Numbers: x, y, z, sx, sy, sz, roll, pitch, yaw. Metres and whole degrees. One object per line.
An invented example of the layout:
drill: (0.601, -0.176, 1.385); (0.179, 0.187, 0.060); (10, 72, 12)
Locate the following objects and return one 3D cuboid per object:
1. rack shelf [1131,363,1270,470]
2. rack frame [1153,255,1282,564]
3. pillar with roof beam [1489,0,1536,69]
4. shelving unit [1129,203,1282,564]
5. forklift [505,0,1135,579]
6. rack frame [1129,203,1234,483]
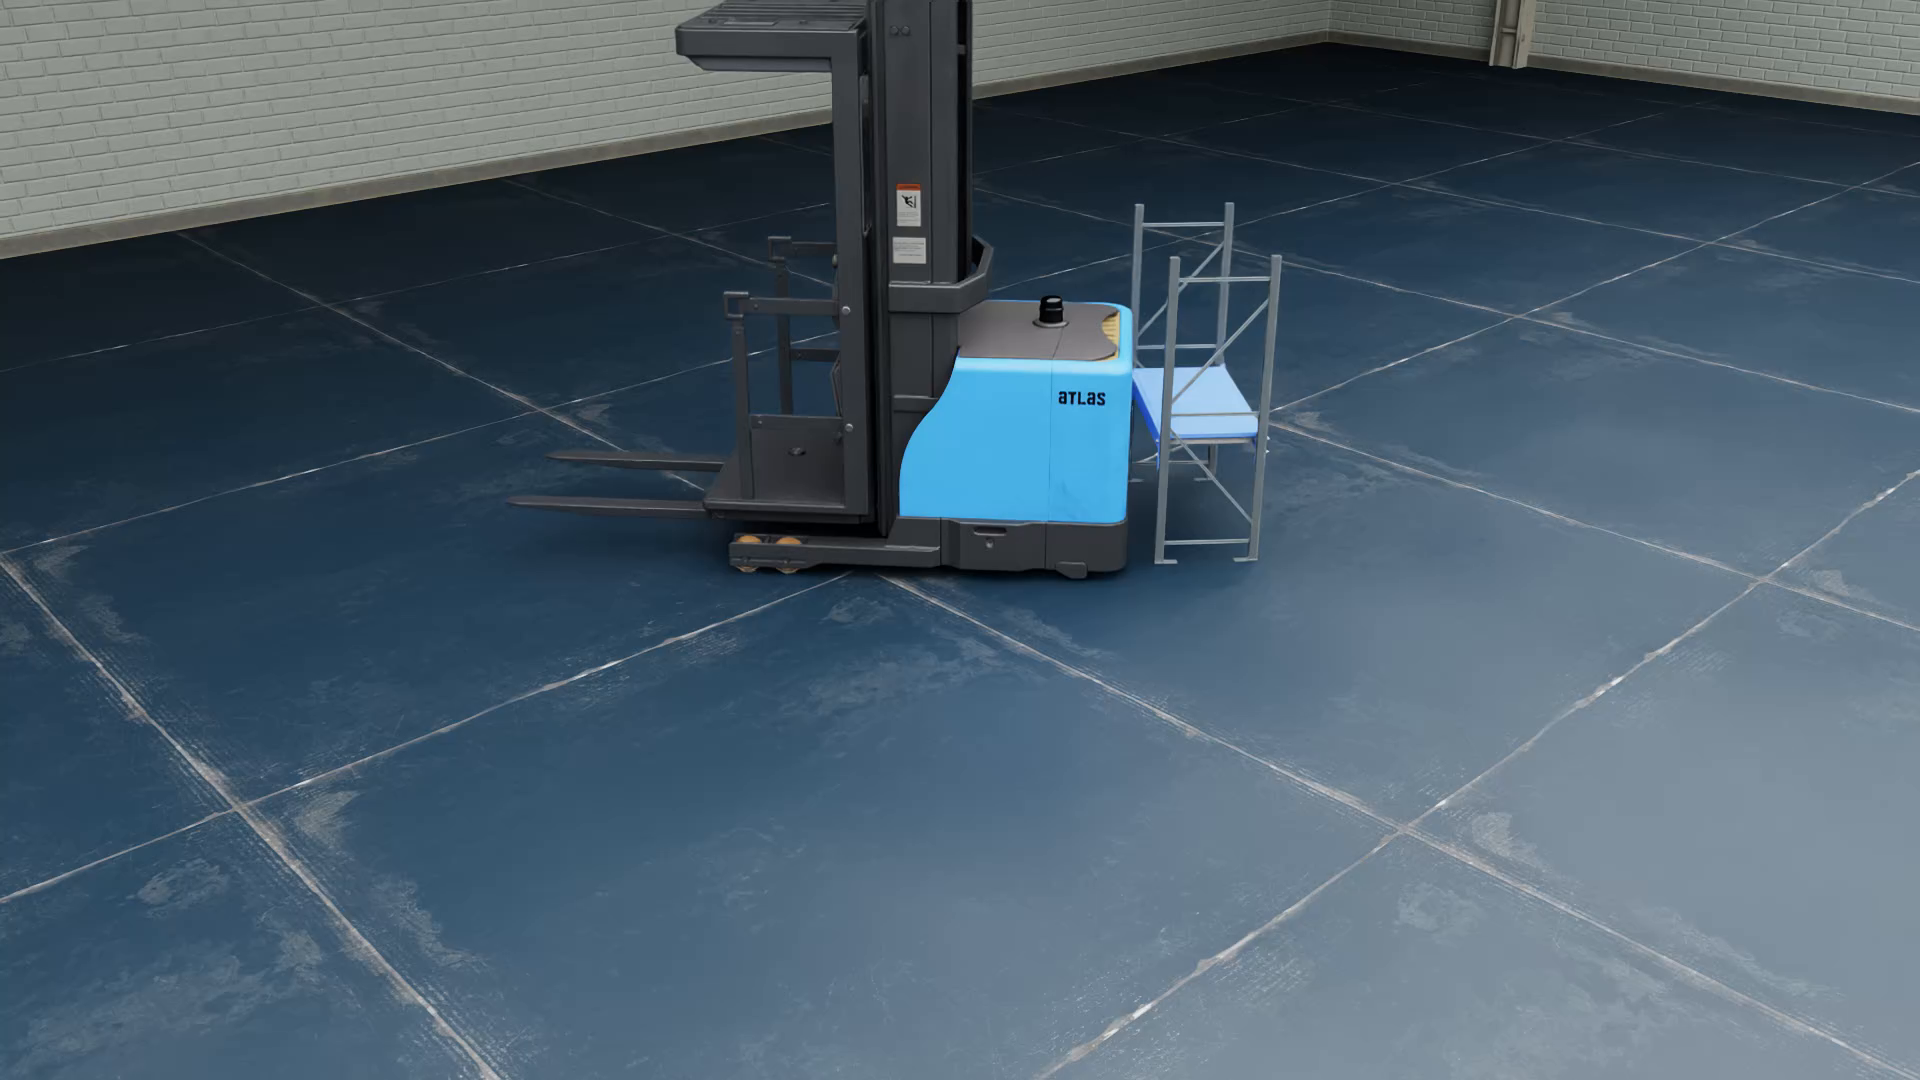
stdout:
rack shelf: (1.154, -0.626, 8.249); (0.538, 0.185, 1.000); (-1, 25, -3)
rack frame: (1.183, -0.579, 7.712); (0.500, 1.500, 0.032); (-1, 25, -3)
pillar with roof beam: (4.110, -9.149, 17.464); (9.100, 9.000, 0.400); (-21, 32, -38)
shelving unit: (1.154, -0.790, 8.174); (0.538, 1.500, 1.048); (-1, 25, -3)
forklift: (-0.683, -1.392, 7.770); (3.031, 2.935, 1.130); (2, 25, 5)
rack frame: (1.124, -1.000, 8.636); (0.500, 1.500, 0.032); (-1, 25, -3)
